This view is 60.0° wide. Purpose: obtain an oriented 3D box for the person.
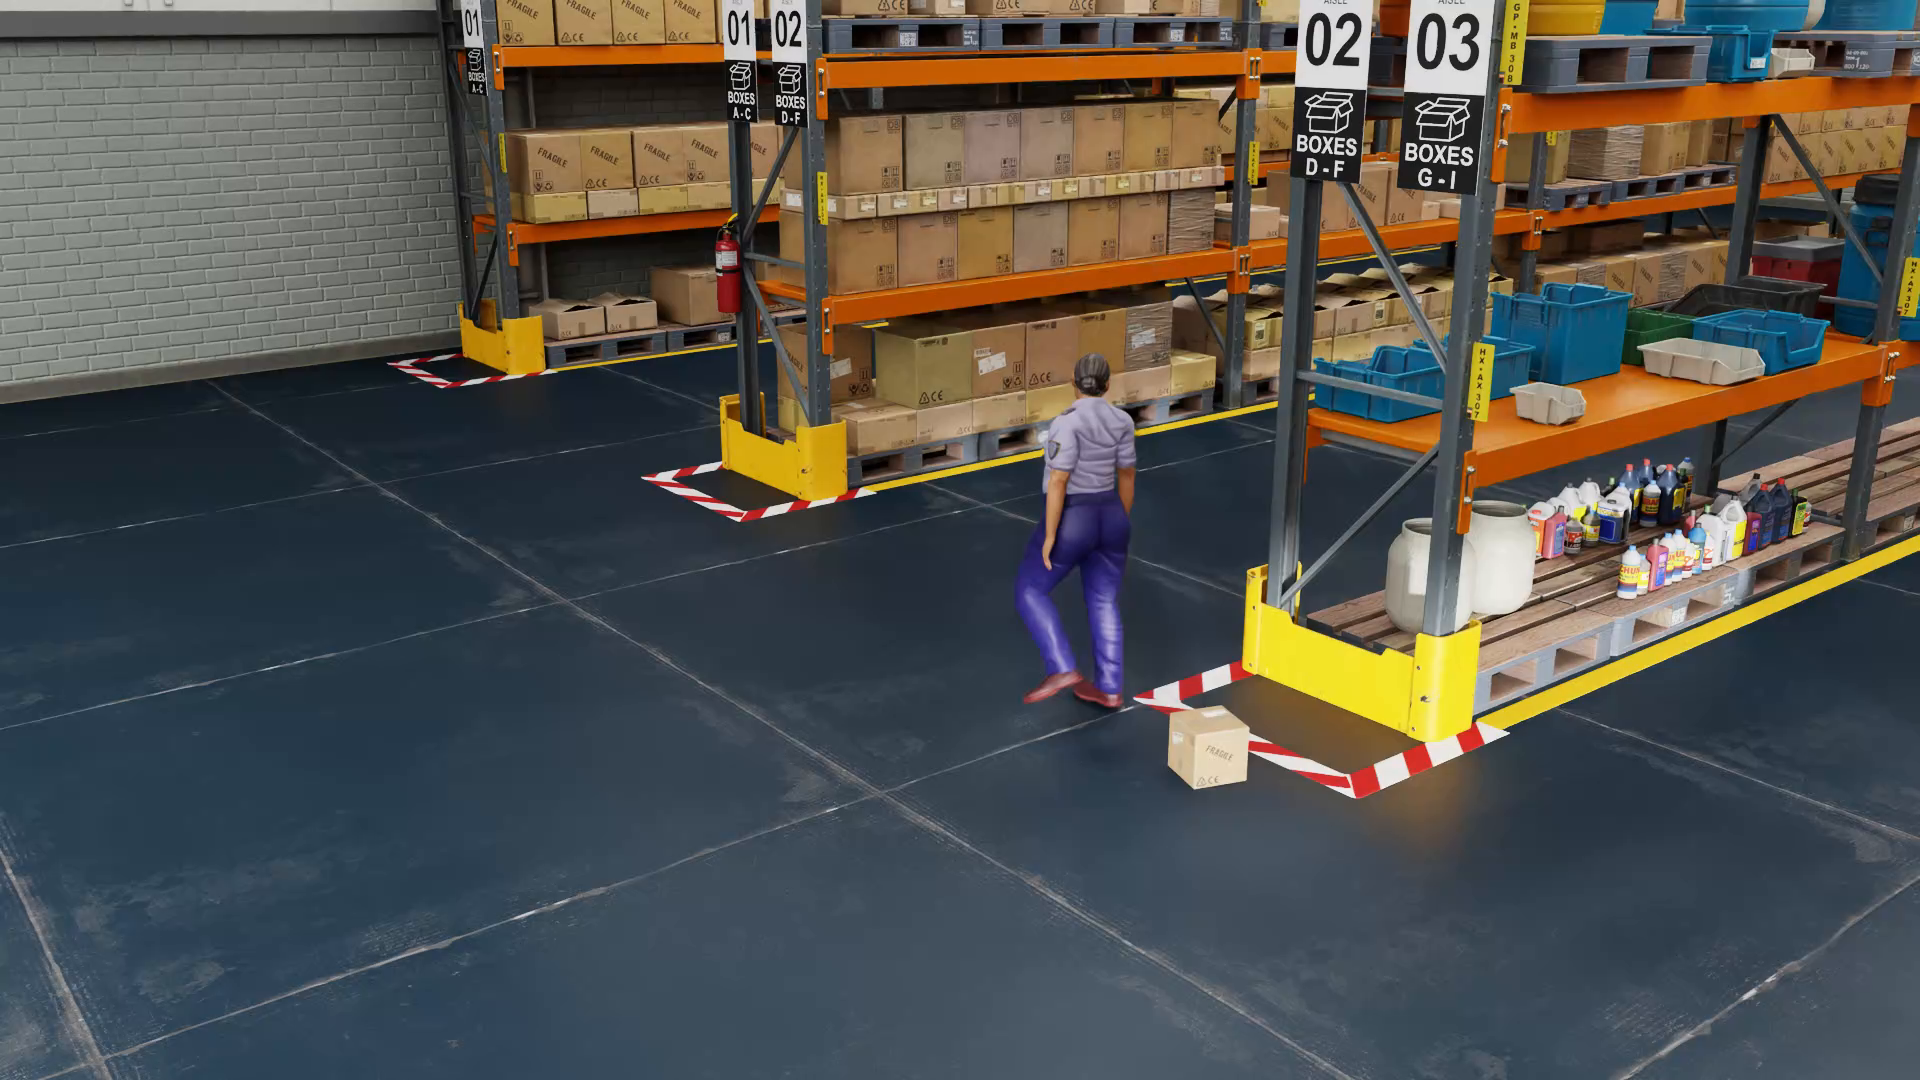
[{"bbox_3d":[0.554,-0.031,7.653,0.608,1.623,0.483,-11,21,-31],"label":"person"}]
